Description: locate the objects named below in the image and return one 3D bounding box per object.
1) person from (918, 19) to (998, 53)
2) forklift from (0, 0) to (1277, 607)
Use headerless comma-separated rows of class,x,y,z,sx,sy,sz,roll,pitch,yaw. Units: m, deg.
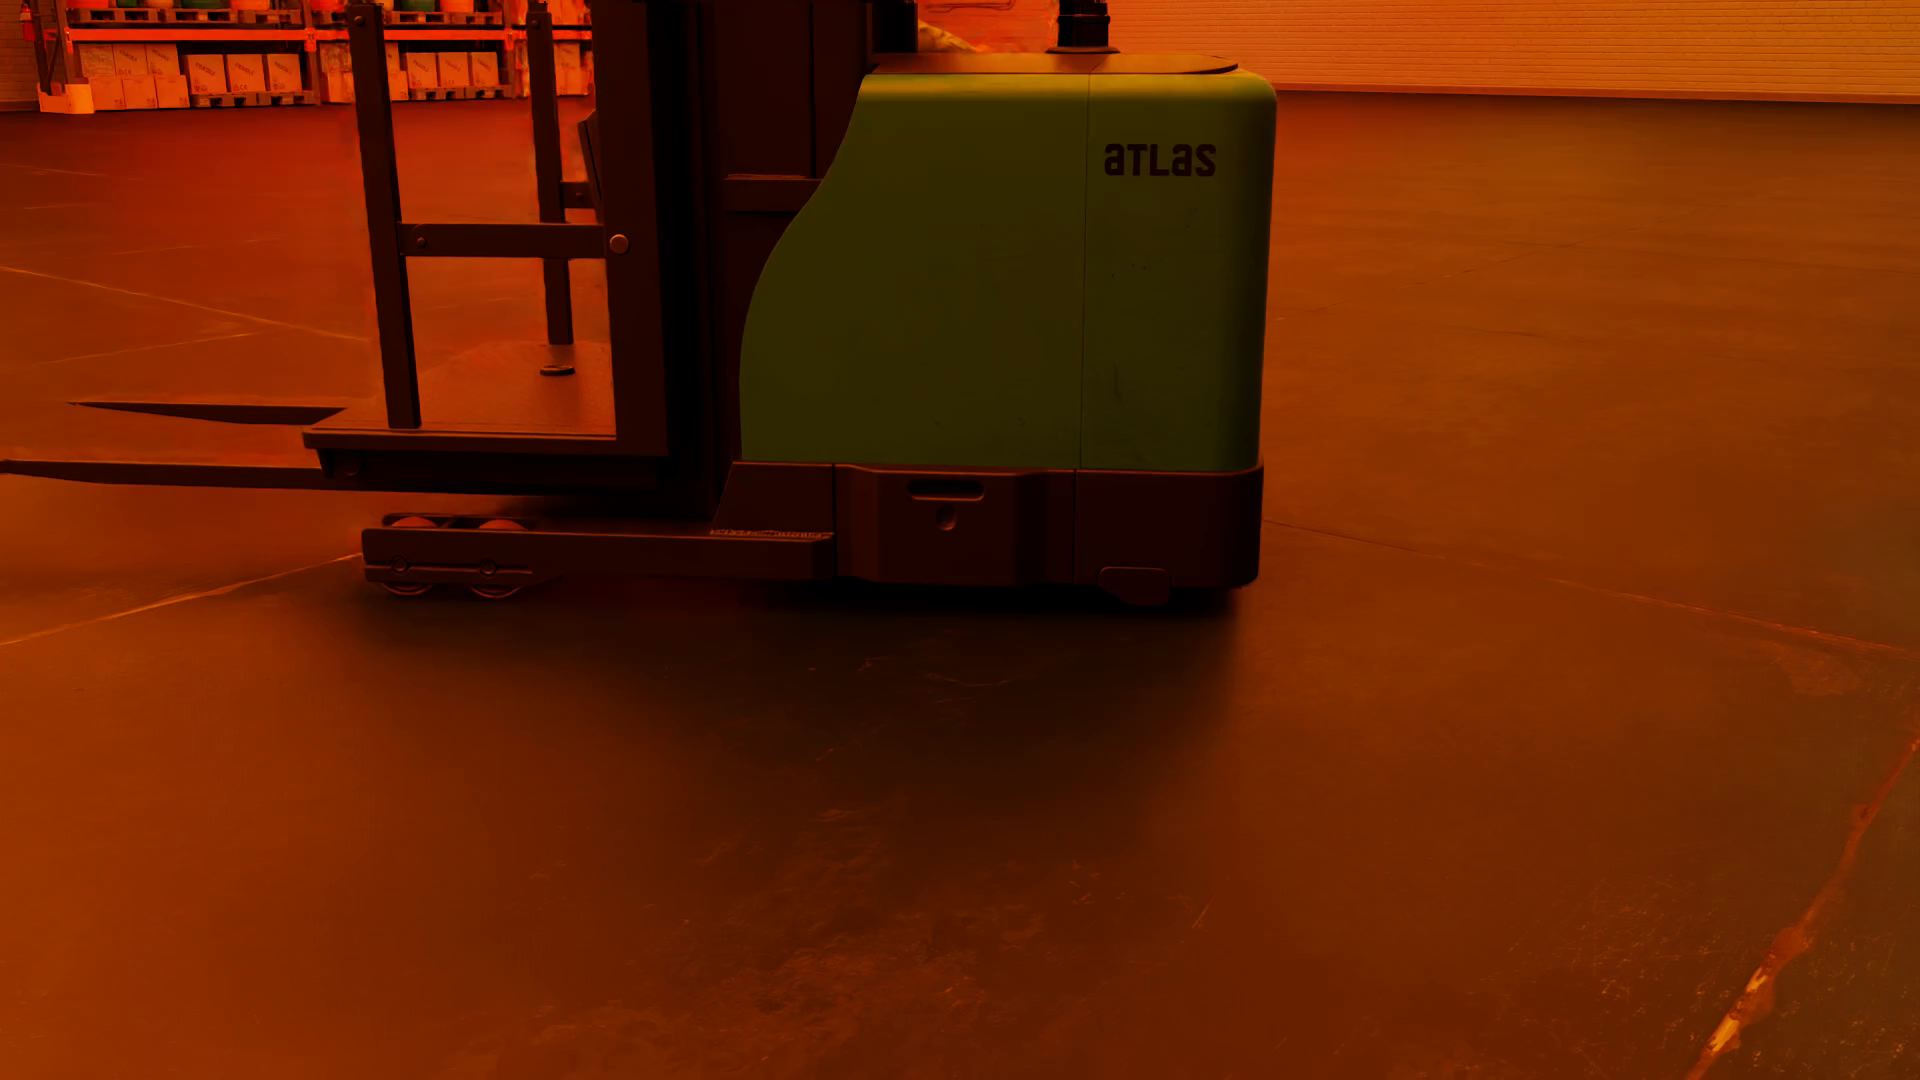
person,-0.163,-1.086,4.953,0.916,1.515,0.782,-13,21,-36
forklift,-0.845,-1.428,3.599,3.031,2.935,1.130,2,17,6
